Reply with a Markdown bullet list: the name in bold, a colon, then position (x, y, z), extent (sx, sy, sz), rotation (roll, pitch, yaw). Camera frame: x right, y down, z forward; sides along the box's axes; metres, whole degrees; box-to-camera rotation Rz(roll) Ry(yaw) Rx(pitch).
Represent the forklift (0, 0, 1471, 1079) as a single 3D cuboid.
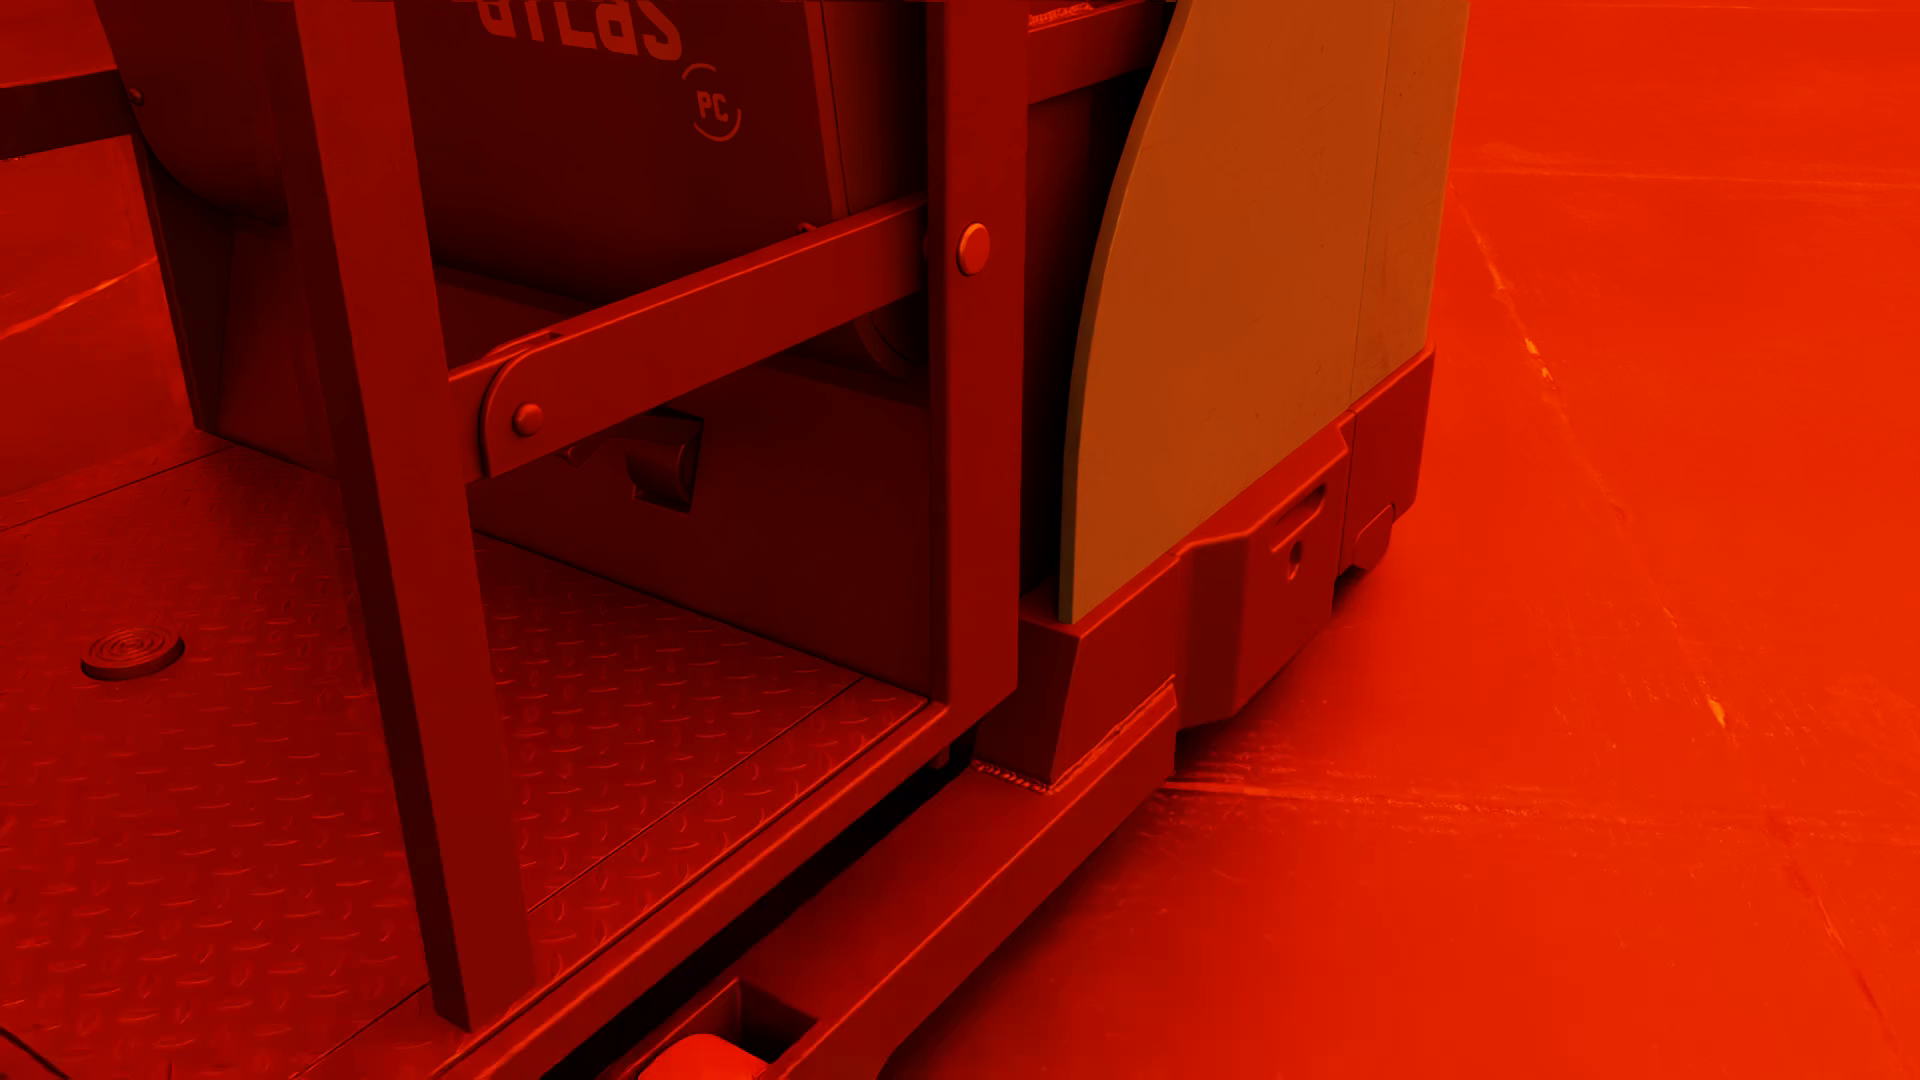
- **forklift**: position (-0.568, -0.910, 1.041), extent (1.130, 2.935, 3.031), rotation (17, 31, 30)
